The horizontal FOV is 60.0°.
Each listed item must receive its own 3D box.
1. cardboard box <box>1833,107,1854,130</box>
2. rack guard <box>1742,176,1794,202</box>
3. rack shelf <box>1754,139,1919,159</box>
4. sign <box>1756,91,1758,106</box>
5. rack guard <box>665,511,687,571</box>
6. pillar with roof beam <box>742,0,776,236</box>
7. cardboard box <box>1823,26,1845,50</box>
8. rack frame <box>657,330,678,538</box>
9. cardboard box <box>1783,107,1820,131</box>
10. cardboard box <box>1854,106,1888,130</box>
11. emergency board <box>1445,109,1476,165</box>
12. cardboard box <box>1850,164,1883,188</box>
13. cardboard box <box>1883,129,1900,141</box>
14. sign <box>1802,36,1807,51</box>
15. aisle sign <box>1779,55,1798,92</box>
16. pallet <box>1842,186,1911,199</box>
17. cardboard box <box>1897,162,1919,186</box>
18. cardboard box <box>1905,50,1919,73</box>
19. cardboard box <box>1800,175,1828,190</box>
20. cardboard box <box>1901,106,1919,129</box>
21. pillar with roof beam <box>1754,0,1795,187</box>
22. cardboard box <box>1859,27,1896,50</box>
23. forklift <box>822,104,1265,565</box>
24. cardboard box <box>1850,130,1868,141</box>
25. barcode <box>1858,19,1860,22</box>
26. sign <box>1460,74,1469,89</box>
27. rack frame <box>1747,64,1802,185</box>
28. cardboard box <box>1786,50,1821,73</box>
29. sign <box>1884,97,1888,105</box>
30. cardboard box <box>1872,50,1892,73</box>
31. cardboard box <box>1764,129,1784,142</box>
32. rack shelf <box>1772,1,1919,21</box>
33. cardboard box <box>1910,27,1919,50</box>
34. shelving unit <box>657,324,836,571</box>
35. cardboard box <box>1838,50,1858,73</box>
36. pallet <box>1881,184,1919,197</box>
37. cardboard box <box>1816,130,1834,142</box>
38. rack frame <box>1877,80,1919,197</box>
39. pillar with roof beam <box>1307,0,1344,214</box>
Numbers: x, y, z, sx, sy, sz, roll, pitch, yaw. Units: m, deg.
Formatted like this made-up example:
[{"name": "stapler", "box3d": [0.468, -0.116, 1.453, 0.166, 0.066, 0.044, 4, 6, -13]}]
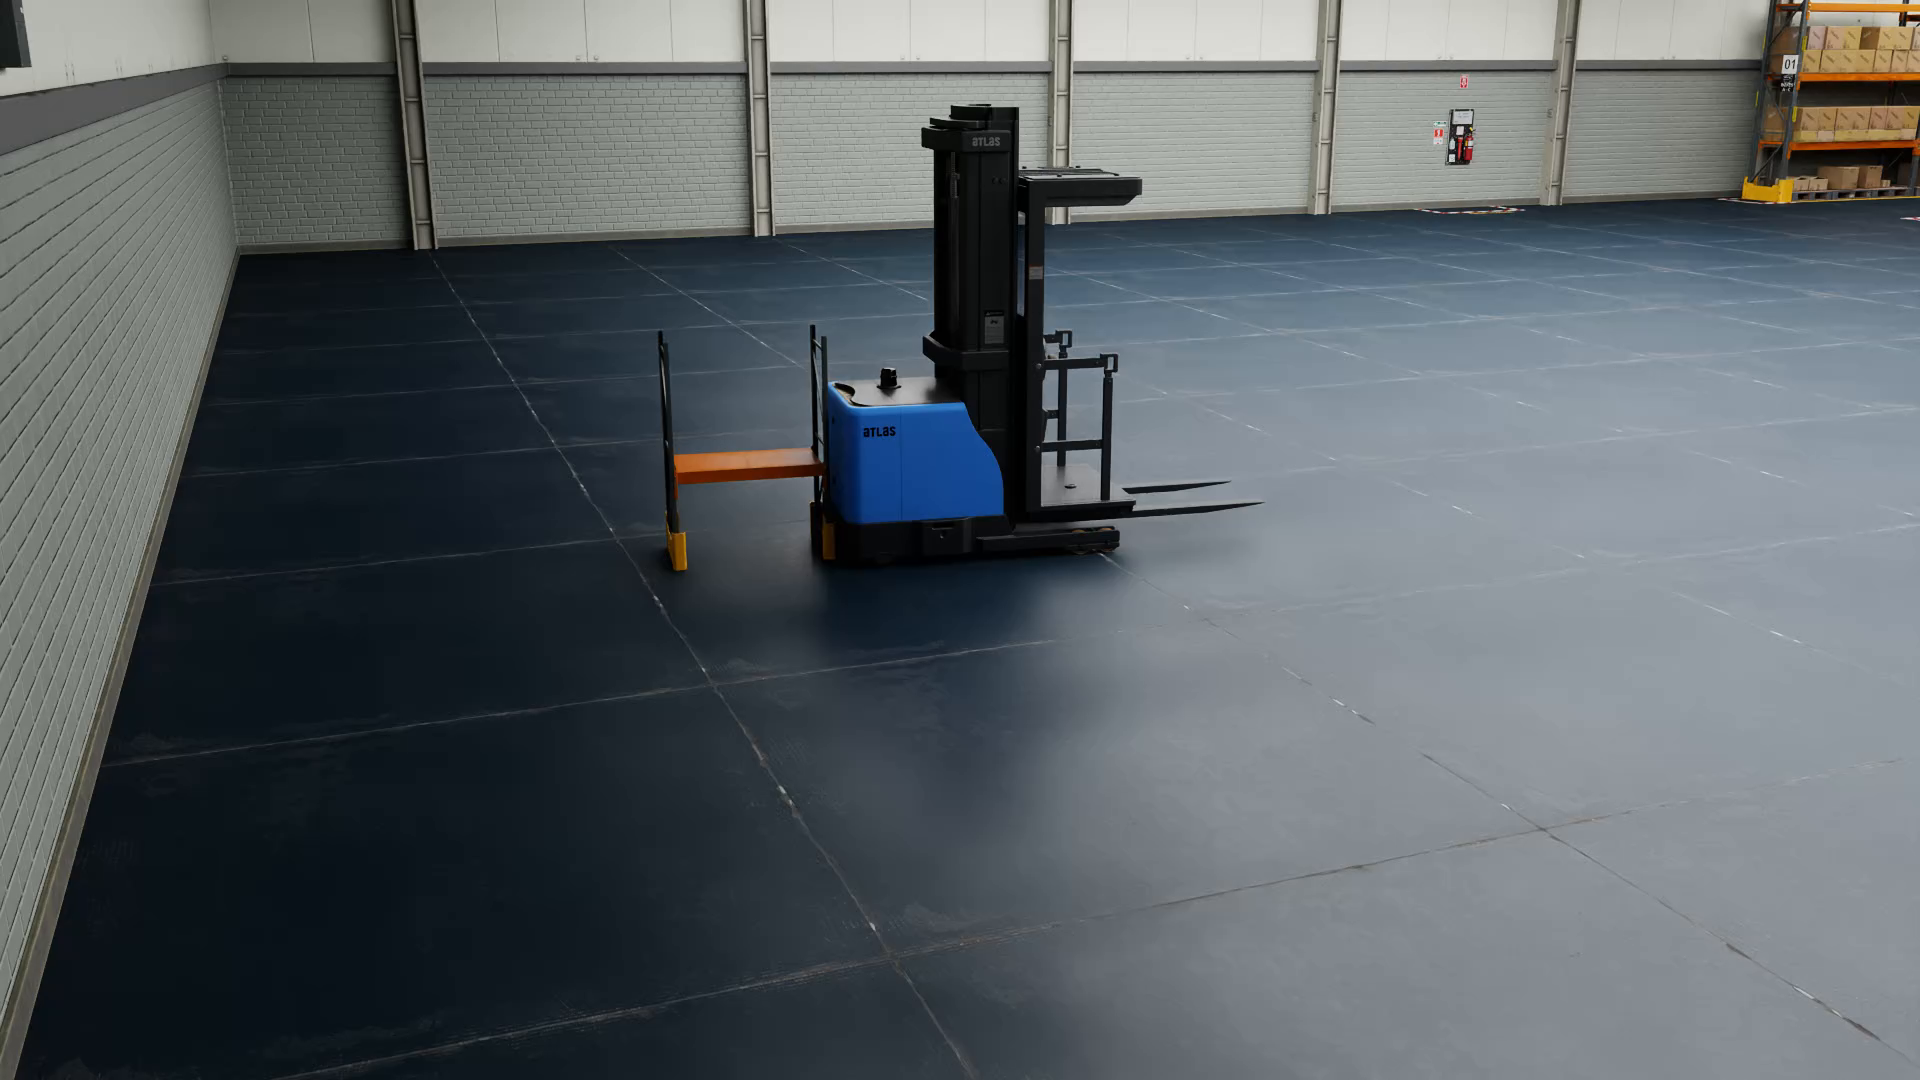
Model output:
[{"name": "cardboard box", "box3d": [19.912, -9.586, 37.817, 0.500, 0.500, 0.500, -7, 18, -22]}, {"name": "rack guard", "box3d": [18.480, -8.030, 38.056, 0.348, 0.500, 1.175, -6, 17, -20]}, {"name": "rack shelf", "box3d": [20.277, -9.078, 38.465, 4.000, 0.370, 1.077, -6, 17, -20]}, {"name": "sign", "box3d": [18.229, -10.077, 37.974, 0.005, 0.325, 0.100, -6, 17, -20]}, {"name": "rack guard", "box3d": [-1.906, -0.001, 11.157, 0.087, 0.250, 0.587, -4, 17, -14]}, {"name": "pillar with roof beam", "box3d": [-2.117, -8.846, 25.750, 0.400, 9.000, 9.100, -6, 17, -20]}, {"name": "cardboard box", "box3d": [19.342, -11.210, 37.138, 0.500, 0.500, 0.500, -6, 18, -21]}, {"name": "rack frame", "box3d": [-1.924, -0.599, 10.976, 0.032, 1.500, 0.500, -4, 17, -14]}, {"name": "cardboard box", "box3d": [18.963, -9.488, 37.484, 0.500, 0.500, 0.500, -6, 17, -20]}, {"name": "cardboard box", "box3d": [20.875, -9.694, 38.184, 0.500, 0.500, 0.500, -7, 18, -22]}, {"name": "emergency board", "box3d": [10.829, -8.676, 35.818, 0.643, 1.169, 0.194, -6, 17, -20]}, {"name": "cardboard box", "box3d": [21.190, -8.521, 38.949, 0.500, 0.500, 0.500, -8, 18, -24]}, {"name": "cardboard box", "box3d": [21.342, -9.387, 38.471, 0.500, 0.250, 0.500, -6, 17, -20]}, {"name": "sign", "box3d": [18.604, -10.937, 36.645, 0.005, 0.325, 0.100, -6, 17, -20]}, {"name": "aisle sign", "box3d": [18.449, -10.383, 37.017, 0.004, 0.787, 0.394, -6, 17, -20]}, {"name": "pallet", "box3d": [21.530, -8.210, 39.181, 1.213, 0.211, 1.003, -6, 17, -20]}, {"name": "cardboard box", "box3d": [22.826, -8.715, 39.608, 0.500, 0.500, 0.700, -6, 17, -18]}, {"name": "cardboard box", "box3d": [21.759, -11.006, 38.215, 0.500, 0.500, 0.500, -6, 17, -19]}, {"name": "cardboard box", "box3d": [19.620, -8.246, 38.347, 0.500, 0.311, 0.500, -5, 17, -15]}, {"name": "cardboard box", "box3d": [21.814, -9.793, 38.524, 0.500, 0.500, 0.500, -6, 17, -20]}, {"name": "pillar with roof beam", "box3d": [20.294, -11.266, 33.990, 0.400, 9.000, 9.100, -6, 17, -20]}, {"name": "cardboard box", "box3d": [20.782, -11.366, 37.669, 0.500, 0.500, 0.500, -7, 18, -22]}, {"name": "forklift", "box3d": [0.604, -1.449, 11.330, 3.031, 2.935, 1.130, -4, 17, -13]}, {"name": "cardboard box", "box3d": [20.409, -9.281, 38.111, 0.500, 0.250, 0.500, -6, 17, -20]}, {"name": "barcode", "box3d": [20.693, -11.949, 38.268, 0.075, 0.075, 0.001, -6, 17, -20]}, {"name": "sign", "box3d": [10.786, -9.813, 35.578, 0.199, 0.298, 0.001, -6, 17, -20]}, {"name": "rack frame", "box3d": [18.409, -9.222, 37.677, 0.127, 3.000, 1.000, -6, 17, -20]}, {"name": "cardboard box", "box3d": [18.811, -10.686, 37.128, 0.500, 0.500, 0.500, -6, 17, -19]}, {"name": "sign", "box3d": [21.942, -10.326, 39.383, 0.005, 0.325, 0.100, -6, 17, -20]}, {"name": "cardboard box", "box3d": [20.781, -10.892, 37.830, 0.500, 0.500, 0.500, -7, 18, -22]}, {"name": "cardboard box", "box3d": [18.776, -9.257, 38.030, 0.500, 0.250, 0.500, -6, 17, -19]}, {"name": "rack shelf", "box3d": [20.277, -11.955, 37.620, 4.000, 0.370, 1.077, -6, 17, -20]}, {"name": "cardboard box", "box3d": [21.774, -11.480, 38.055, 0.500, 0.500, 0.500, -8, 18, -25]}, {"name": "shelving unit", "box3d": [-1.423, -0.635, 11.098, 1.083, 1.500, 0.587, -4, 17, -14]}, {"name": "cardboard box", "box3d": [19.809, -10.785, 37.463, 0.500, 0.500, 0.500, -5, 17, -18]}, {"name": "pallet", "box3d": [22.871, -8.366, 39.712, 1.213, 0.211, 1.003, -6, 17, -20]}, {"name": "cardboard box", "box3d": [19.458, -9.181, 37.770, 0.500, 0.250, 0.500, -7, 18, -22]}, {"name": "rack frame", "box3d": [22.144, -9.625, 39.051, 0.127, 3.000, 1.000, -6, 17, -20]}, {"name": "pillar with roof beam", "box3d": [9.088, -10.056, 29.870, 0.400, 9.000, 9.100, -6, 17, -20]}]
